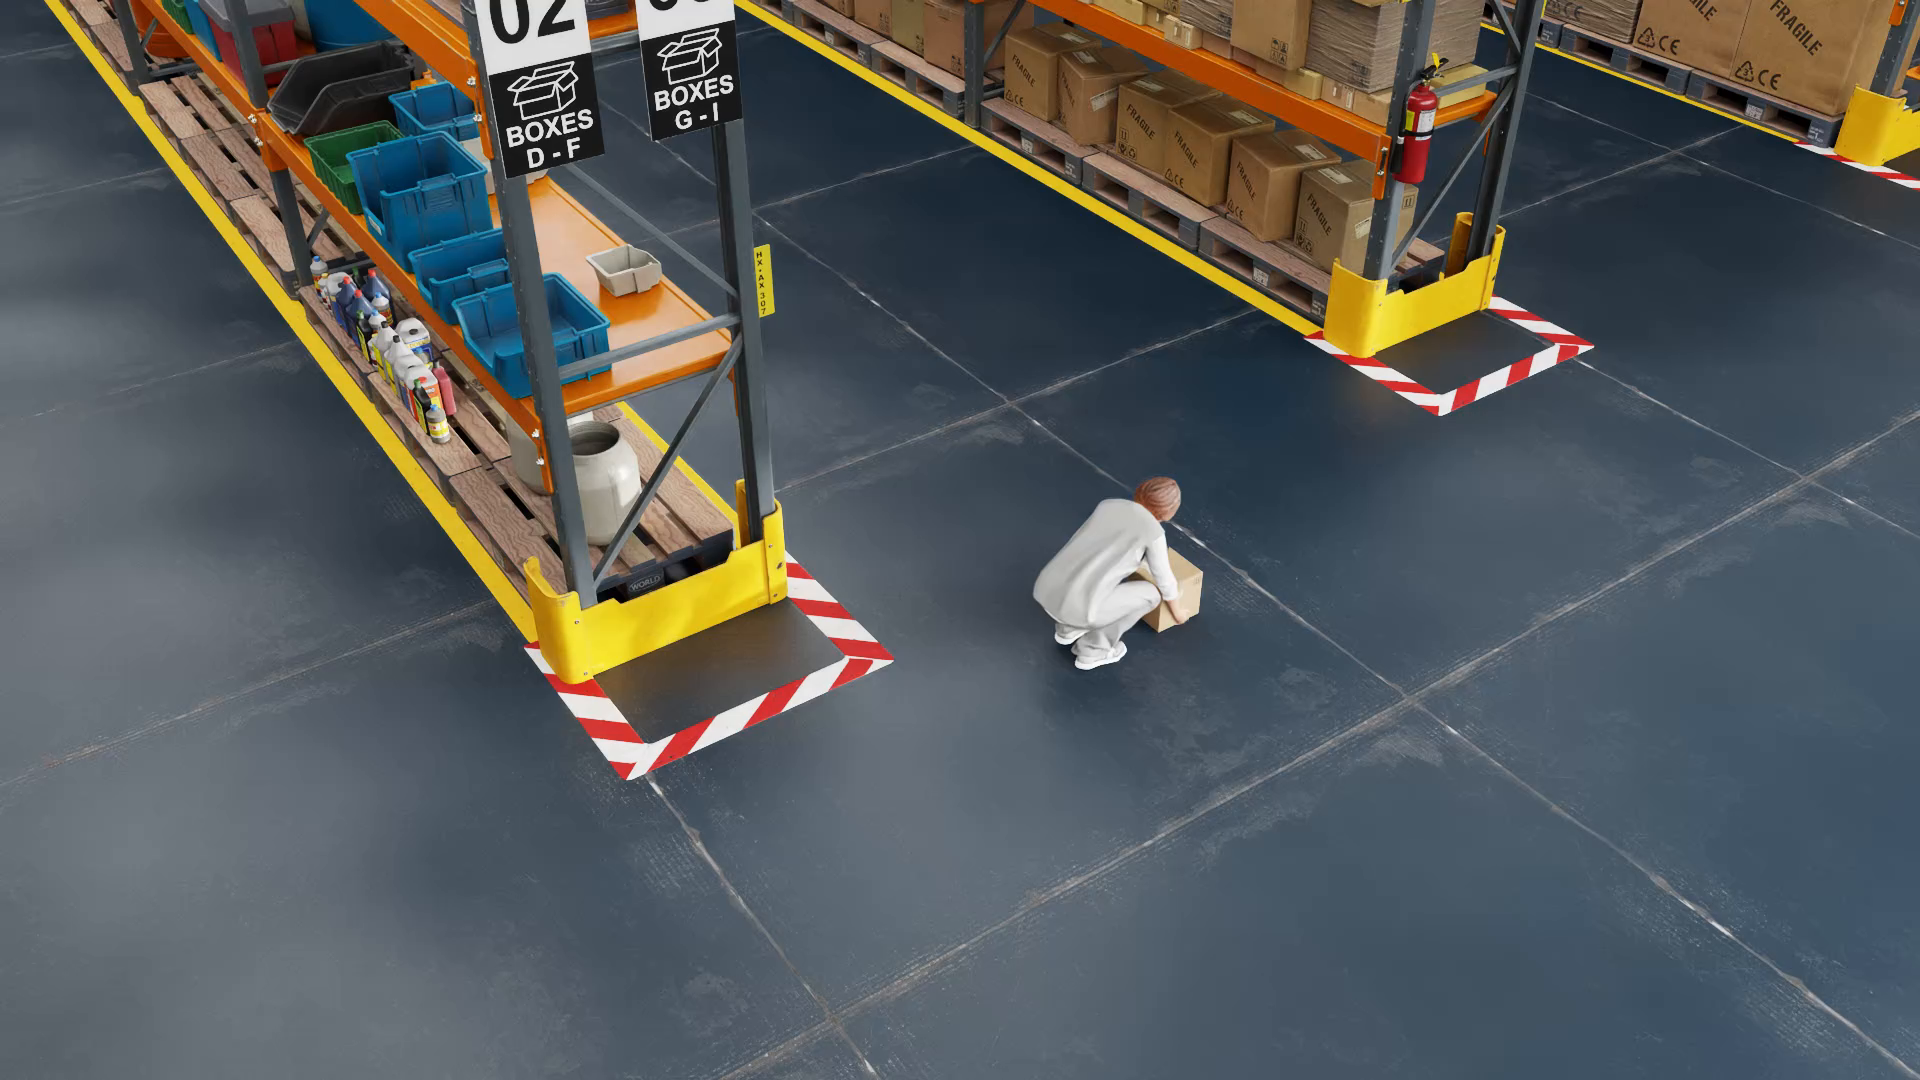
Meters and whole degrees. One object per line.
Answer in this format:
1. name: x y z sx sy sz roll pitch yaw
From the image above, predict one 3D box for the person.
1. person: 0.687 0.167 7.533 0.814 0.763 0.432 -23 43 -27
